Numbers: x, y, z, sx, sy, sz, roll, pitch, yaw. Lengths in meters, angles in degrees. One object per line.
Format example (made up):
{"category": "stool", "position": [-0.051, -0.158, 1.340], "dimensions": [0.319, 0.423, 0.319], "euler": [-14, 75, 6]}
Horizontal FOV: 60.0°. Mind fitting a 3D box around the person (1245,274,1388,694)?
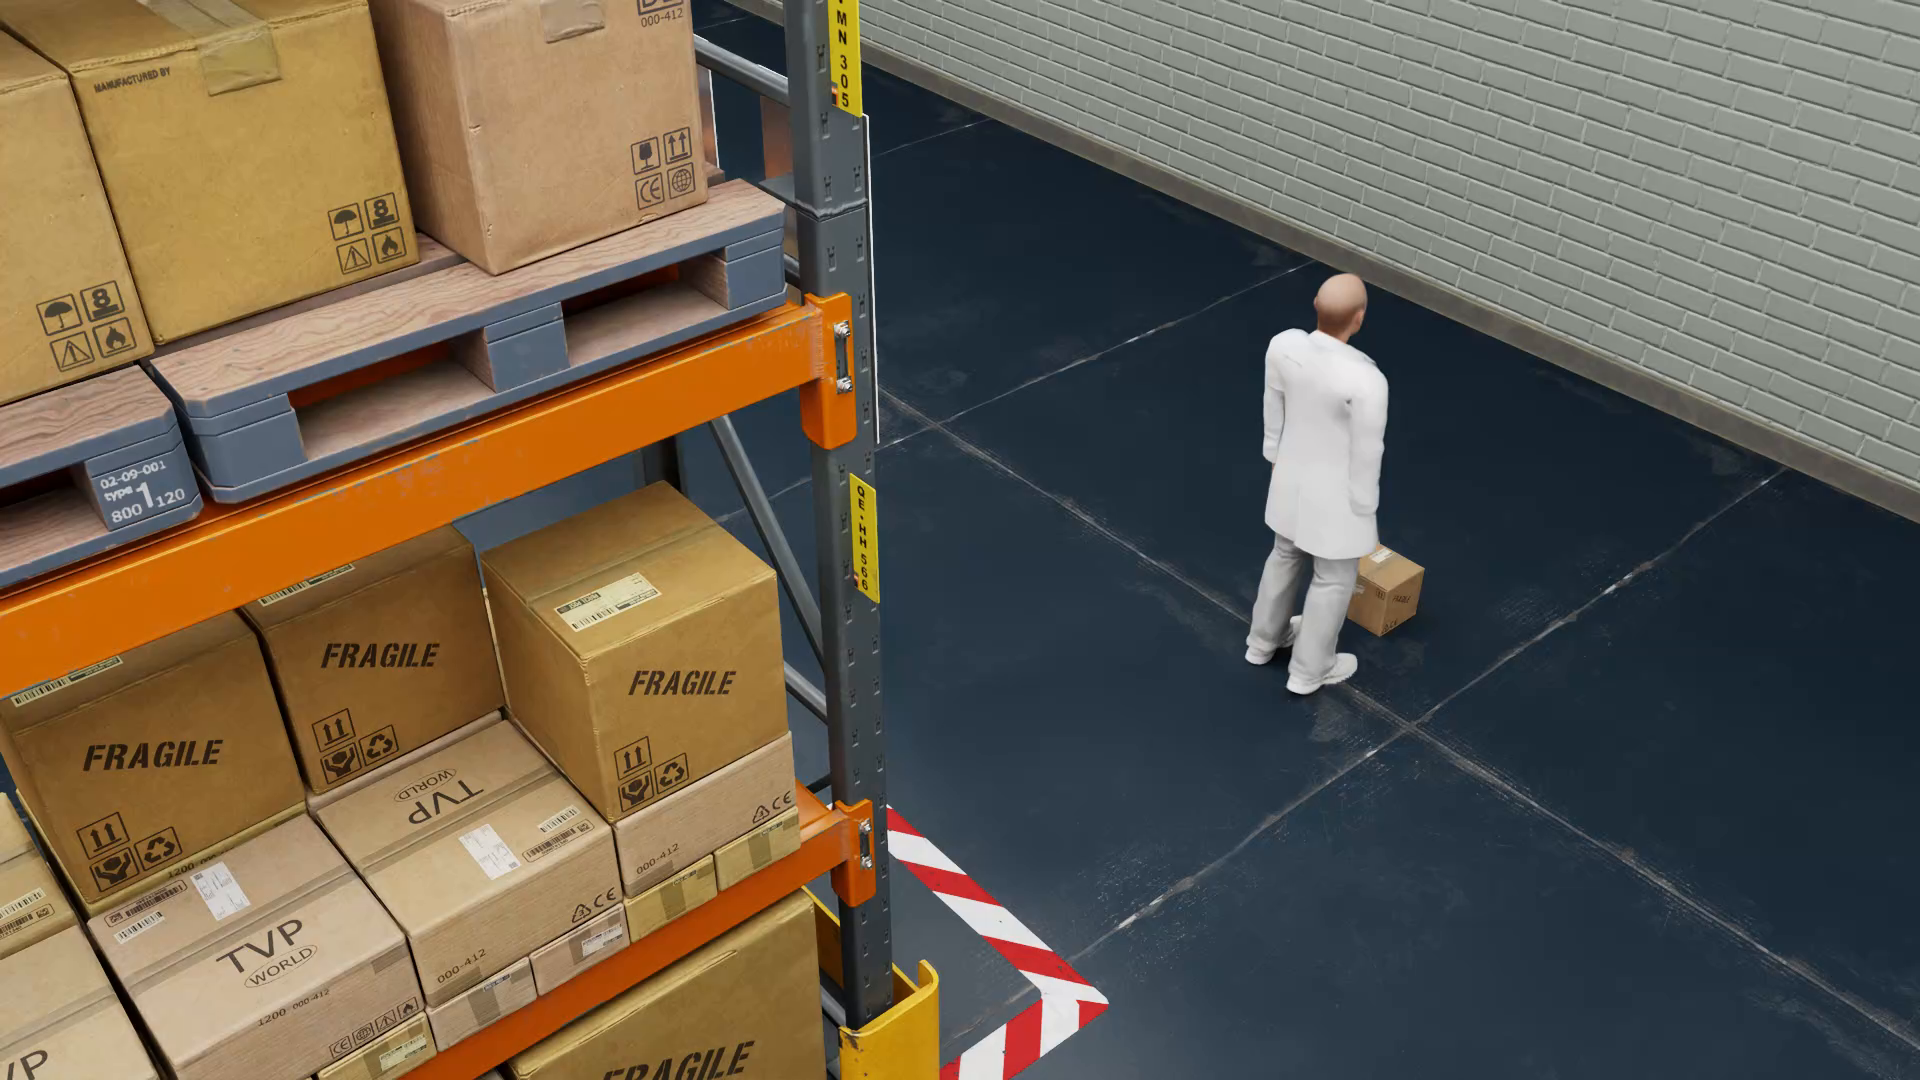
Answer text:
{"category": "person", "position": [1.402, -0.223, 6.486], "dimensions": [0.389, 1.786, 0.563], "euler": [-25, 42, -31]}
